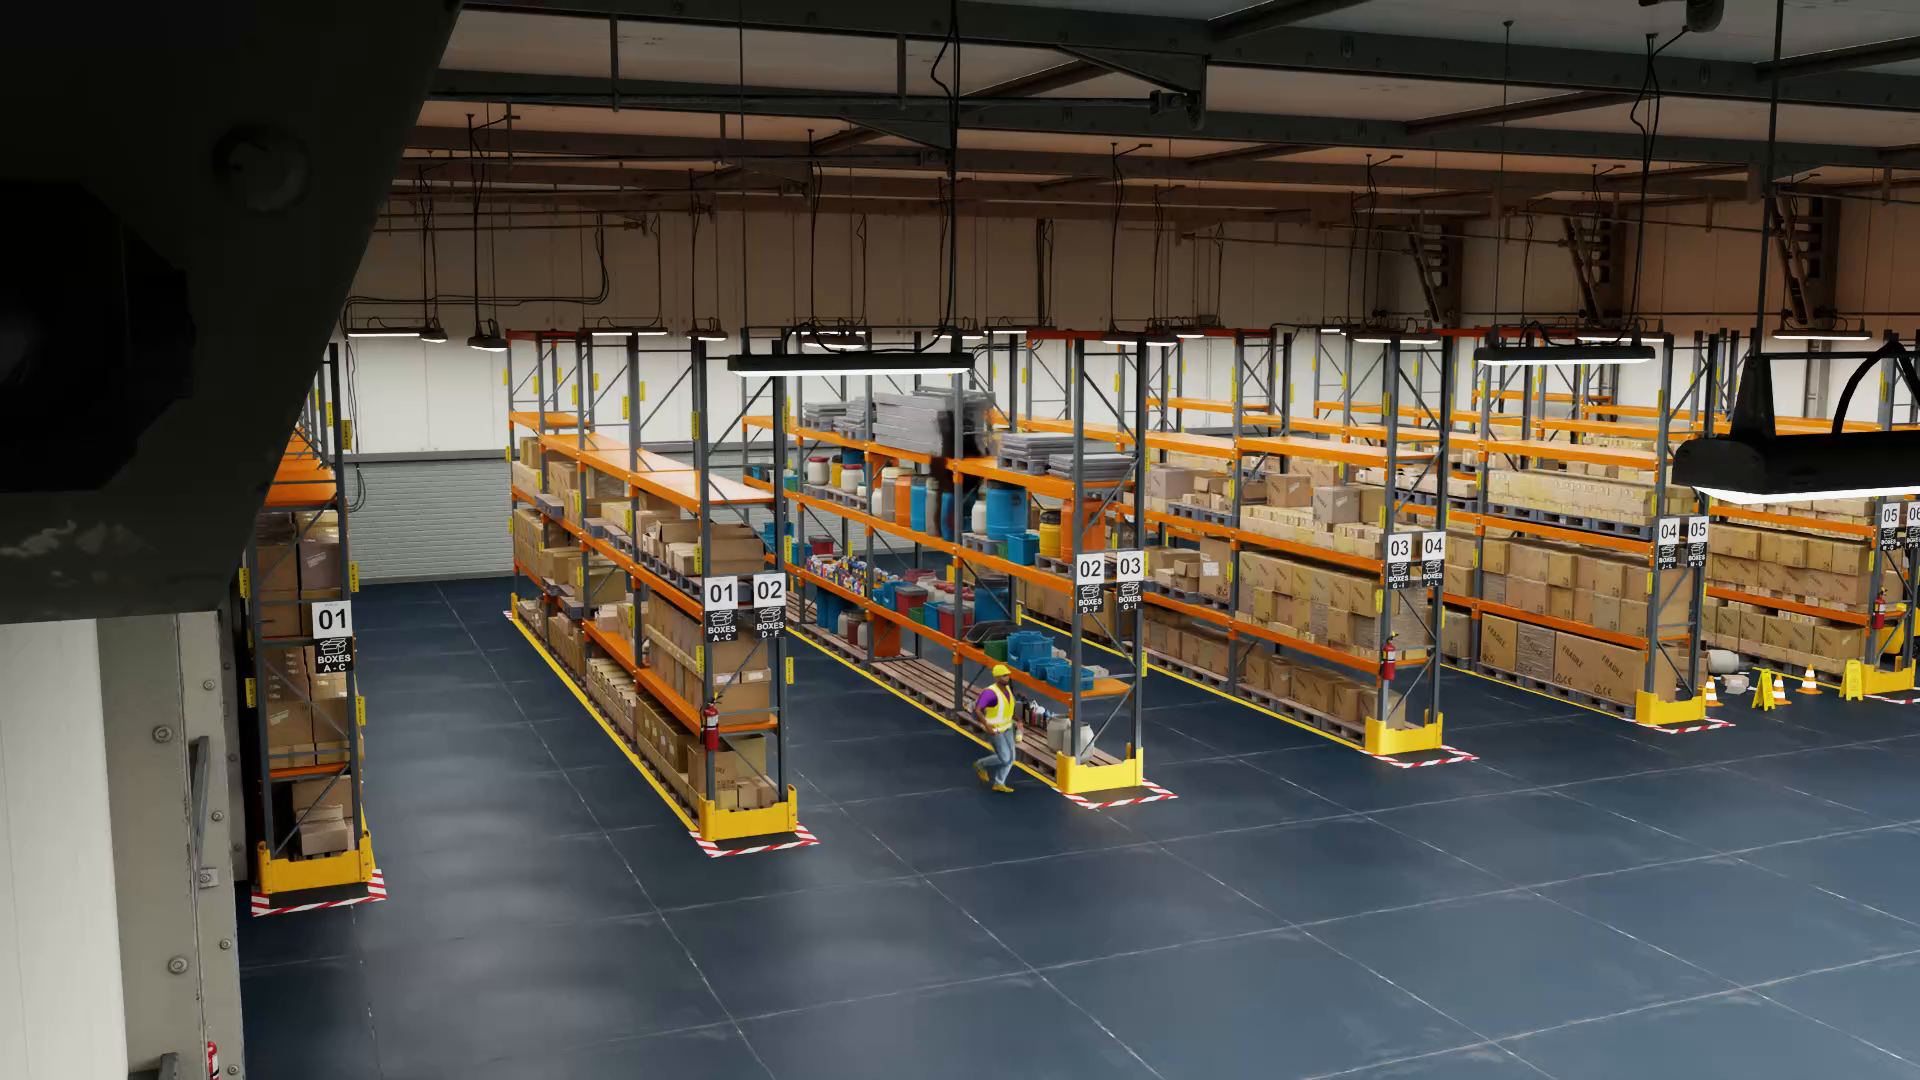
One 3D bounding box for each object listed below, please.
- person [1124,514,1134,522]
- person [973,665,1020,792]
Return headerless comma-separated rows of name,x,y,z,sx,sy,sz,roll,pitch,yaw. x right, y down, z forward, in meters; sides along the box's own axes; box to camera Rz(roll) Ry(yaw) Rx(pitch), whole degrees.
person,4.336,-0.234,41.942,0.684,1.814,0.691,5,9,32
person,0.476,2.492,22.079,0.624,1.709,0.723,5,10,35
